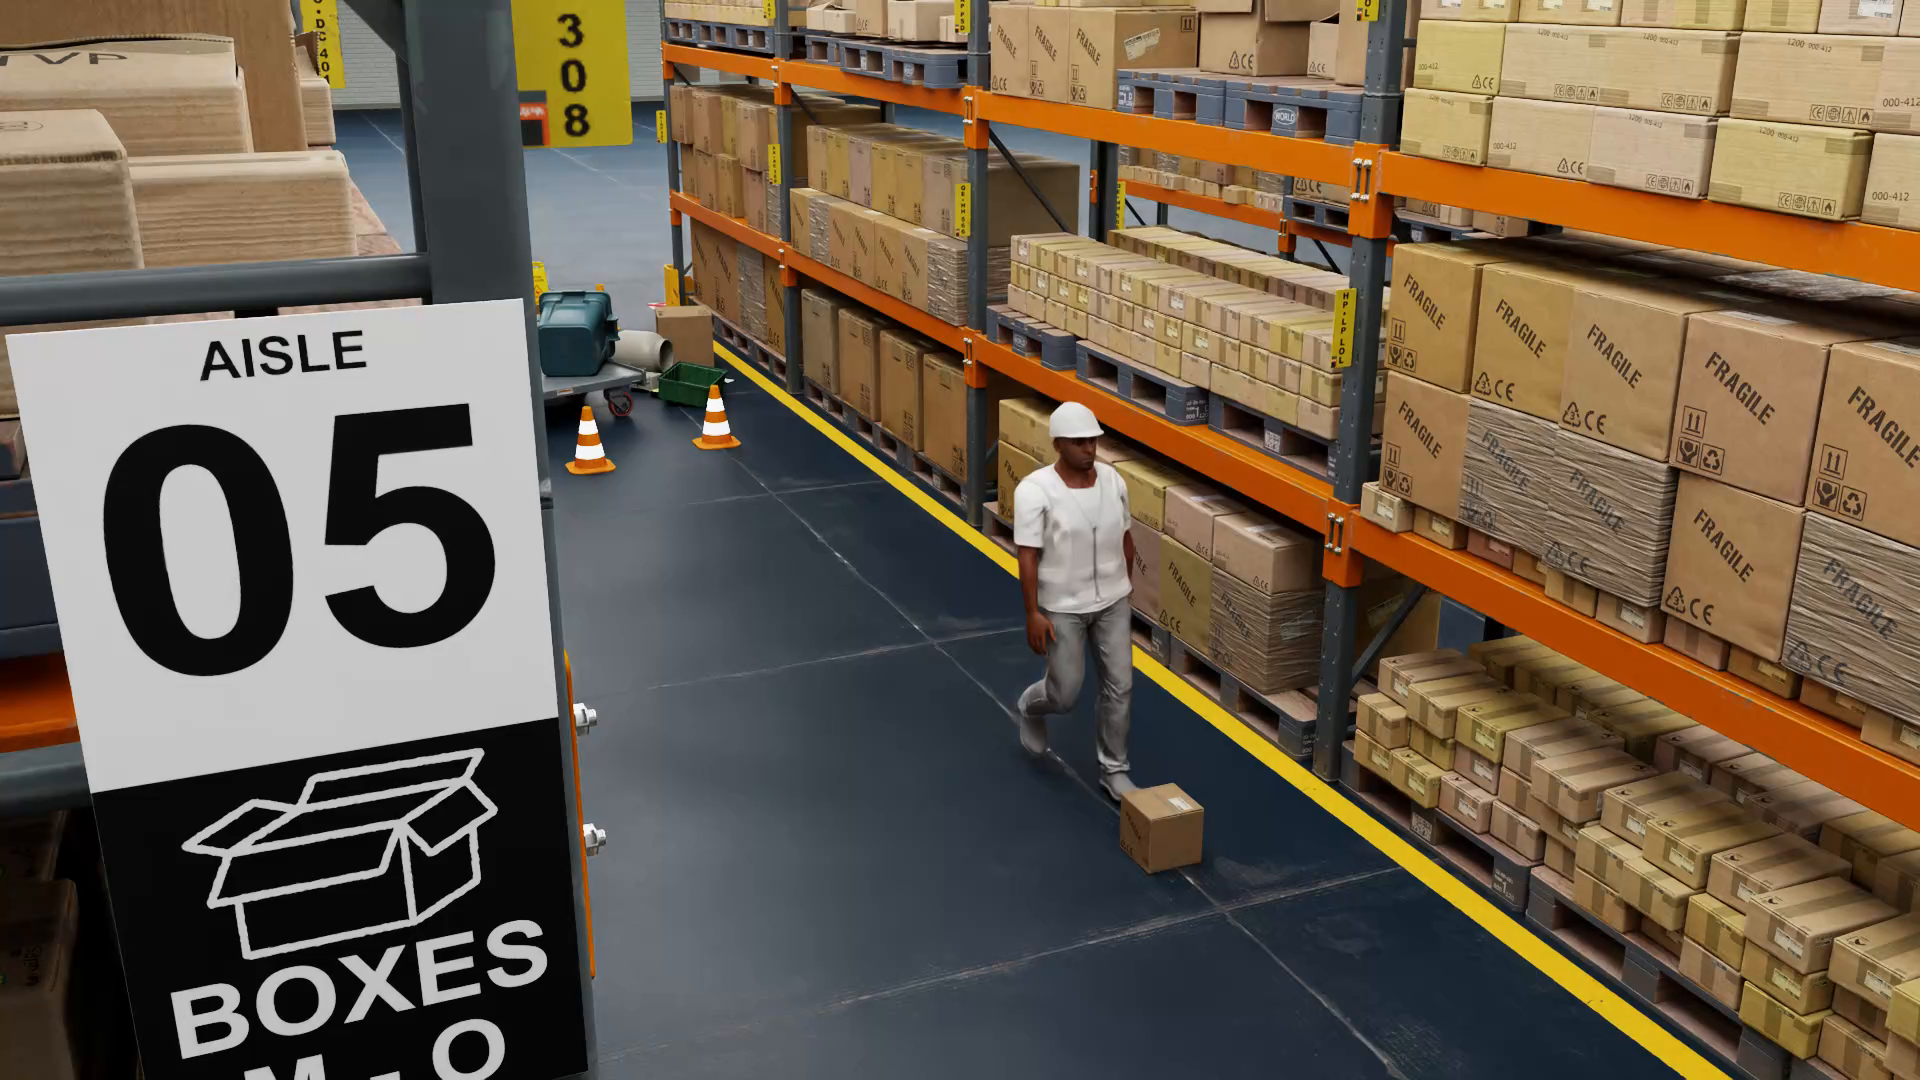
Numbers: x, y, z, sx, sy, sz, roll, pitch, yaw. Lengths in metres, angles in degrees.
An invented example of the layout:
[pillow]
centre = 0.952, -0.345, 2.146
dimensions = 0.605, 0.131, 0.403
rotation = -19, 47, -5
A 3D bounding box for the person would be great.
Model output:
[person]
centre = 0.517, 0.261, 7.243
dimensions = 0.588, 1.747, 0.735
rotation = -7, 20, -21
